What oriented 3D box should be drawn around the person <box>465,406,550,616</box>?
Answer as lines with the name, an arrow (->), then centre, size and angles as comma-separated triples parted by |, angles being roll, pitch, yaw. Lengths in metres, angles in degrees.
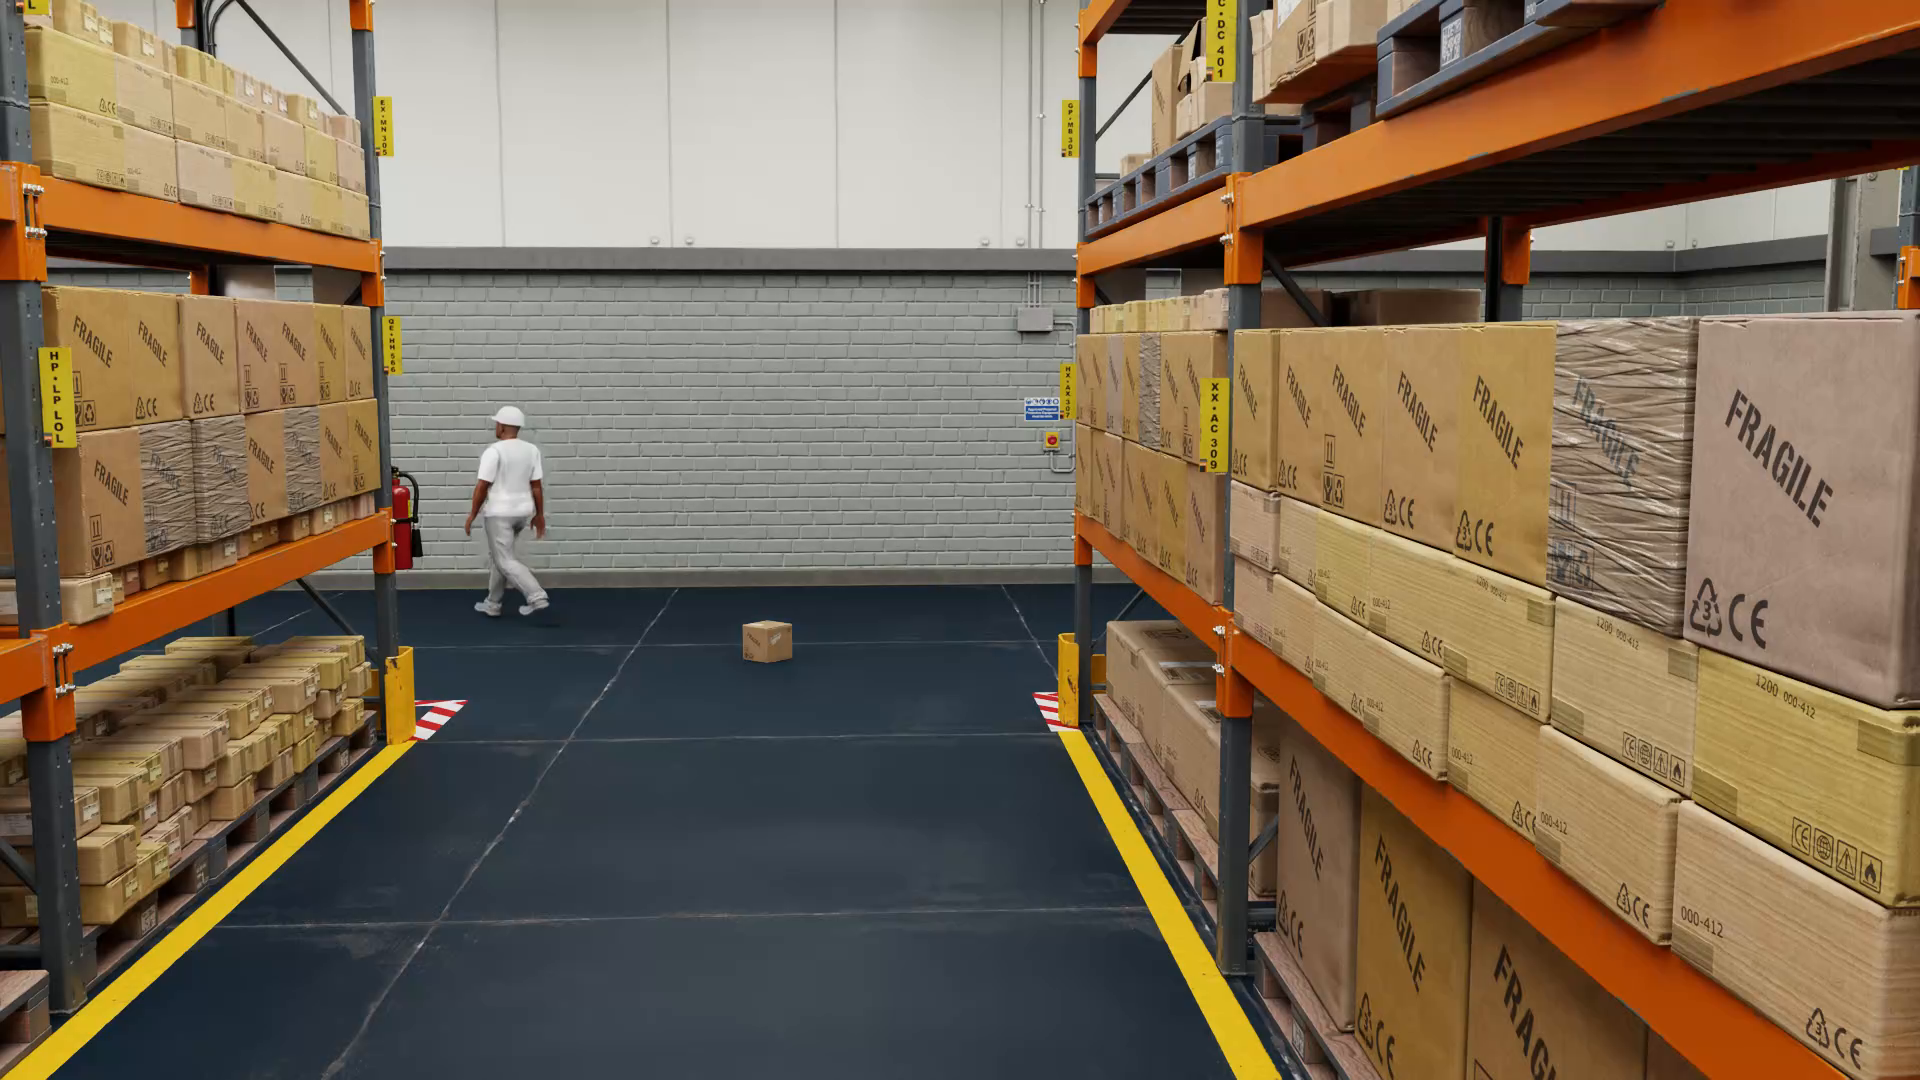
person -> -3.671, -0.213, 13.428 | 0.988, 1.731, 0.591 | 4, 8, 31
